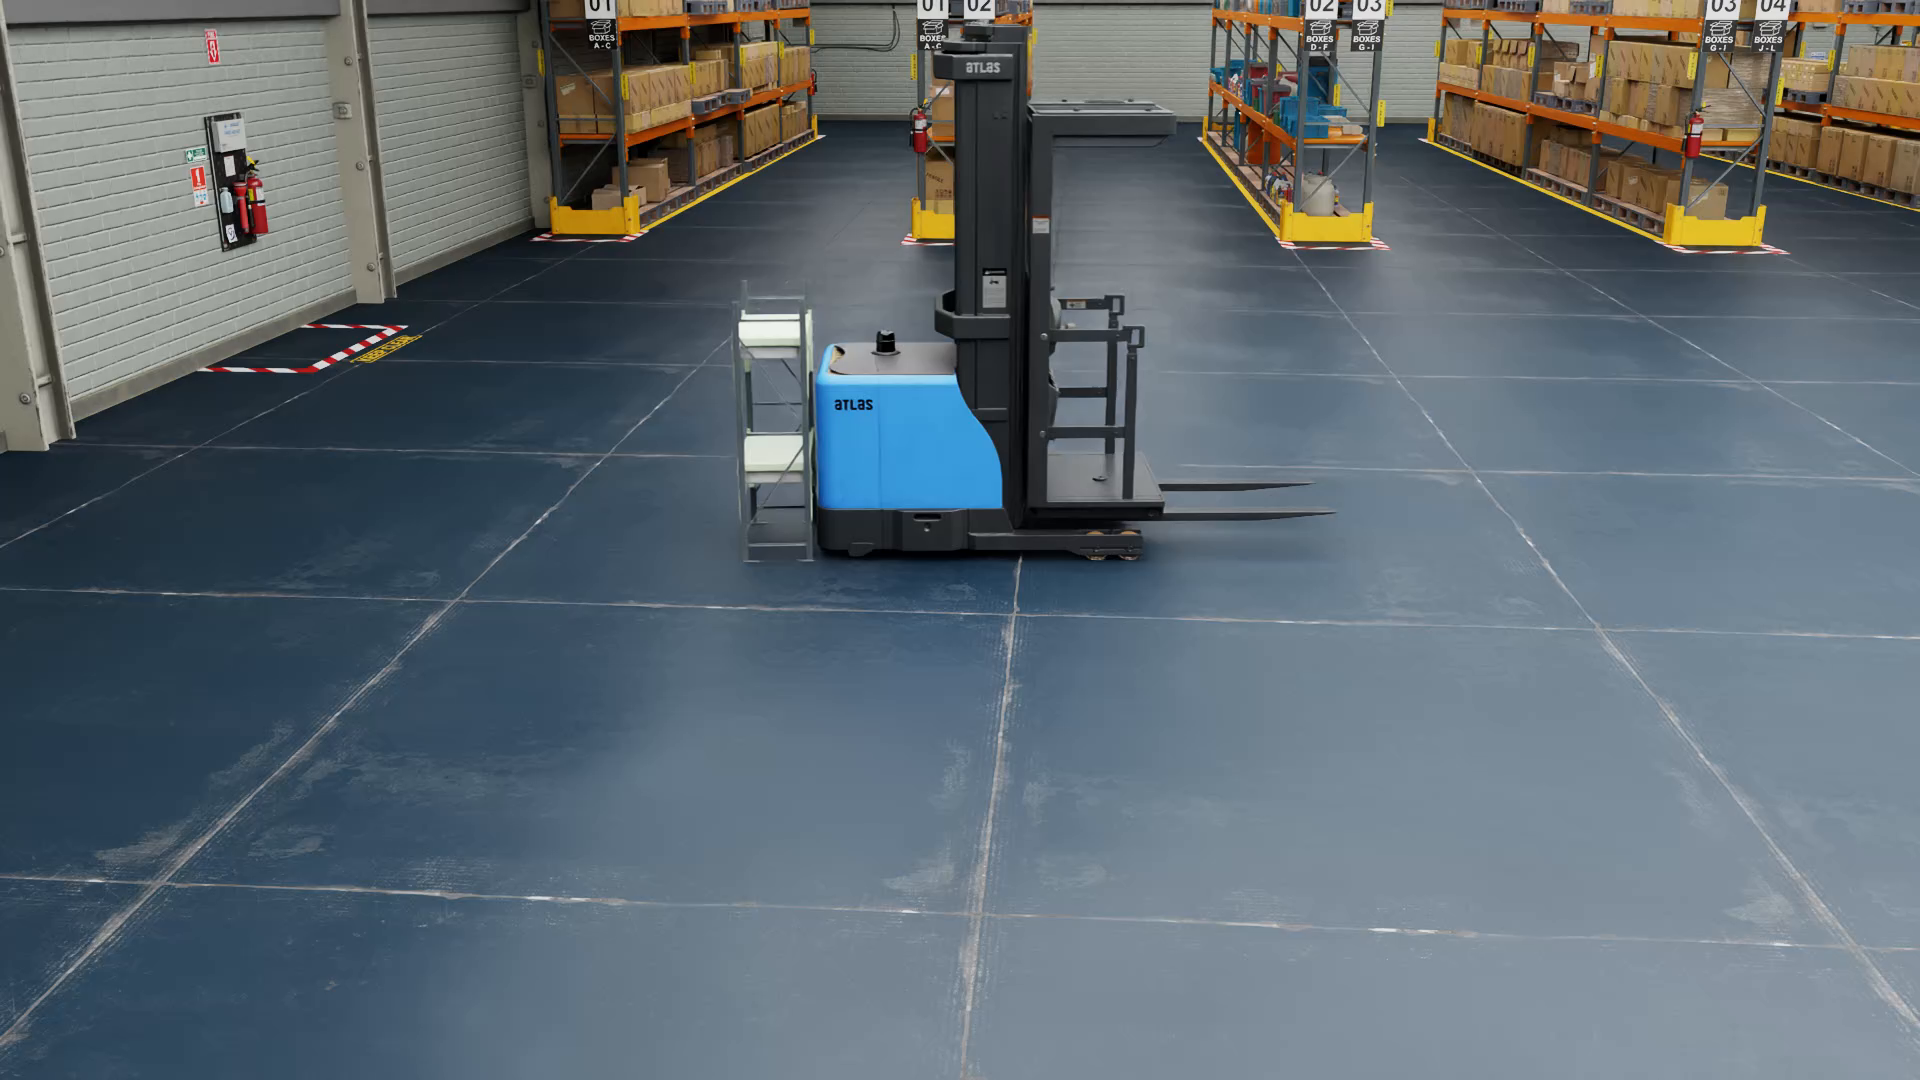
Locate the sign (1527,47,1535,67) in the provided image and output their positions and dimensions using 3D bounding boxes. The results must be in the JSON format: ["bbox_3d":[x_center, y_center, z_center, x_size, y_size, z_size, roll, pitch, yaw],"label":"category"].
[{"bbox_3d":[9.848,-8.330,28.668,0.100,0.325,0.005,1,18,4],"label":"sign"}]

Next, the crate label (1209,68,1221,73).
[{"bbox_3d":[5.689,-10.243,36.539,0.416,0.233,0.303,1,18,4],"label":"crate label"}]

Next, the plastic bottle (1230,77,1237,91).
[{"bbox_3d":[5.309,-8.813,32.202,0.152,0.276,0.135,1,18,4],"label":"plastic bottle"}]

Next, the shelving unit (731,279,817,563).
[{"bbox_3d":[-1.064,-0.701,9.653,0.431,1.500,0.755,-1,18,-3],"label":"shelving unit"}]

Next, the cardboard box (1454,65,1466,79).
[{"bbox_3d":[10.569,-9.700,34.473,0.500,0.250,0.500,1,18,3],"label":"cardboard box"}]

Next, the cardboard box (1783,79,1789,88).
[{"bbox_3d":[14.996,-8.188,29.823,0.380,0.149,0.250,0,18,1],"label":"cardboard box"}]

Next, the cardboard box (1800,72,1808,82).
[{"bbox_3d":[14.941,-8.094,29.060,0.380,0.149,0.250,2,18,6],"label":"cardboard box"}]

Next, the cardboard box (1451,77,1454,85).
[{"bbox_3d":[10.531,-9.631,34.902,0.380,0.149,0.250,1,18,3],"label":"cardboard box"}]

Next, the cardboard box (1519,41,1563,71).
[{"bbox_3d":[10.520,-8.722,29.951,0.797,0.503,0.637,2,18,5],"label":"cardboard box"}]

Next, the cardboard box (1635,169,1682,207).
[{"bbox_3d":[10.047,-5.042,23.832,0.500,0.500,0.500,0,18,-1],"label":"cardboard box"}]

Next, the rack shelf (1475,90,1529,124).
[{"bbox_3d":[10.545,-8.048,30.821,1.077,0.370,4.000,1,18,4],"label":"rack shelf"}]

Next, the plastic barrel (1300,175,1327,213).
[{"bbox_3d":[4.895,-4.773,22.994,0.421,0.512,0.421,0,18,0],"label":"plastic barrel"}]

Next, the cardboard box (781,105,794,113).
[{"bbox_3d":[-3.733,-9.157,35.349,0.380,0.149,0.250,1,18,2],"label":"cardboard box"}]

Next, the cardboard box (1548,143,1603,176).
[{"bbox_3d":[10.347,-6.408,27.971,0.700,0.500,0.500,0,18,-1],"label":"cardboard box"}]

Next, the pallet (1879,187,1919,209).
[{"bbox_3d":[15.035,-5.300,25.759,1.003,0.211,1.213,1,18,4],"label":"pallet"}]

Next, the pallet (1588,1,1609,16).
[{"bbox_3d":[10.266,-8.052,25.162,1.213,0.211,1.003,1,18,4],"label":"pallet"}]

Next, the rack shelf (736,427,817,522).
[{"bbox_3d":[-1.064,-0.391,9.755,0.431,0.370,0.720,-1,18,-3],"label":"rack shelf"}]

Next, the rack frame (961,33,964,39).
[{"bbox_3d":[0.521,-7.991,29.492,1.000,3.000,0.127,1,18,4],"label":"rack frame"}]

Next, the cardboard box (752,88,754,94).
[{"bbox_3d":[-4.101,-8.487,31.380,0.380,0.149,0.250,2,18,5],"label":"cardboard box"}]

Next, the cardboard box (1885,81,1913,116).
[{"bbox_3d":[14.898,-6.913,26.044,0.500,0.500,0.500,1,18,4],"label":"cardboard box"}]

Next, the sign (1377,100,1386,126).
[{"bbox_3d":[5.437,-5.512,21.483,0.100,0.325,0.005,1,18,4],"label":"sign"}]

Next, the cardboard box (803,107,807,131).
[{"bbox_3d":[-3.797,-9.377,37.062,0.700,0.500,0.500,1,18,4],"label":"cardboard box"}]

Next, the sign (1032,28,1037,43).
[{"bbox_3d":[1.647,-11.157,36.788,0.100,0.325,0.005,1,18,4],"label":"sign"}]

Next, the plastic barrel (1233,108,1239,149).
[{"bbox_3d":[5.693,-8.155,32.689,0.600,0.901,0.708,1,18,4],"label":"plastic barrel"}]

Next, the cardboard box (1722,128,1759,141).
[{"bbox_3d":[10.087,-5.247,21.524,0.380,0.149,0.250,1,18,4],"label":"cardboard box"}]

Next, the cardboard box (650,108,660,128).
[{"bbox_3d":[-4.576,-6.018,23.680,0.500,0.250,0.500,1,18,3],"label":"cardboard box"}]

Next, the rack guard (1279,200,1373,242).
[{"bbox_3d":[4.847,-4.231,22.033,1.175,0.500,0.348,1,18,4],"label":"rack guard"}]

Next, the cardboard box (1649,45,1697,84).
[{"bbox_3d":[9.690,-6.435,22.499,0.500,0.500,0.500,1,18,4],"label":"cardboard box"}]

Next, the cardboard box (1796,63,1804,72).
[{"bbox_3d":[14.959,-8.311,29.243,0.380,0.149,0.250,2,18,6],"label":"cardboard box"}]

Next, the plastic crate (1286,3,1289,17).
[{"bbox_3d":[4.790,-7.477,23.448,0.336,0.188,0.450,1,18,4],"label":"plastic crate"}]

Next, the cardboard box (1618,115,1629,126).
[{"bbox_3d":[9.711,-6.036,23.931,0.380,0.149,0.250,1,18,4],"label":"cardboard box"}]

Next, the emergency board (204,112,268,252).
[{"bbox_3d":[-6.451,-3.222,14.939,0.194,1.169,0.643,1,18,4],"label":"emergency board"}]

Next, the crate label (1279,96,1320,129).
[{"bbox_3d":[4.750,-5.989,23.326,0.502,0.435,0.616,1,18,4],"label":"crate label"}]

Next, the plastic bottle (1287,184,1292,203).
[{"bbox_3d":[4.734,-4.968,23.924,0.061,0.283,0.133,1,18,4],"label":"plastic bottle"}]

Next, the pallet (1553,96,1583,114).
[{"bbox_3d":[10.301,-7.061,26.964,1.003,0.211,1.213,1,18,4],"label":"pallet"}]

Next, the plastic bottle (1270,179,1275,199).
[{"bbox_3d":[4.636,-5.204,24.645,0.061,0.283,0.133,2,18,6],"label":"plastic bottle"}]

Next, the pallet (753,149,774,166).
[{"bbox_3d":[-4.198,-7.396,32.155,1.003,0.211,1.213,1,18,4],"label":"pallet"}]

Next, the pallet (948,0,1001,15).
[{"bbox_3d":[0.024,-7.108,22.124,1.003,0.211,1.213,1,18,4],"label":"pallet"}]

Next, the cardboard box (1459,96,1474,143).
[{"bbox_3d":[10.880,-8.683,34.343,0.875,0.875,0.875,1,18,4],"label":"cardboard box"}]

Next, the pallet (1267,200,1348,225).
[{"bbox_3d":[5.000,-4.724,24.000,1.003,0.211,1.213,1,18,4],"label":"pallet"}]

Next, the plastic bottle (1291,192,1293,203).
[{"bbox_3d":[4.764,-4.977,24.084,0.097,0.201,0.097,0,18,0],"label":"plastic bottle"}]

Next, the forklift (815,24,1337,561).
[{"bbox_3d":[0.683,-1.440,9.611,3.031,2.935,1.130,0,18,-1],"label":"forklift"}]

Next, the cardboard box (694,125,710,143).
[{"bbox_3d":[-4.555,-6.917,28.320,0.500,0.250,0.500,1,18,4],"label":"cardboard box"}]

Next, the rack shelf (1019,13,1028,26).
[{"bbox_3d":[0.665,-9.695,31.032,1.077,0.370,4.000,1,18,4],"label":"rack shelf"}]

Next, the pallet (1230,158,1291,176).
[{"bbox_3d":[5.477,-6.800,30.335,1.003,0.211,1.213,1,18,4],"label":"pallet"}]

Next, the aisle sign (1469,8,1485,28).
[{"bbox_3d":[11.280,-11.504,36.039,0.394,0.787,0.004,1,18,4],"label":"aisle sign"}]

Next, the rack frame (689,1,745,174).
[{"bbox_3d":[-4.420,-8.100,29.826,1.000,3.000,0.127,1,18,4],"label":"rack frame"}]

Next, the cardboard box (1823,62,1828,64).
[{"bbox_3d":[15.644,-8.454,29.680,0.380,0.149,0.250,2,18,6],"label":"cardboard box"}]

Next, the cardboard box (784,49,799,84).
[{"bbox_3d":[-3.978,-10.106,35.465,0.980,0.700,0.700,0,18,1],"label":"cardboard box"}]

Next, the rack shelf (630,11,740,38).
[{"bbox_3d":[-4.563,-8.562,27.575,1.077,0.370,4.000,1,18,4],"label":"rack shelf"}]

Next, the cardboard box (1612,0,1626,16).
[{"bbox_3d":[9.828,-7.746,24.169,0.500,0.250,0.500,1,18,2],"label":"cardboard box"}]

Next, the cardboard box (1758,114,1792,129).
[{"bbox_3d":[15.277,-7.848,31.191,0.500,0.250,0.500,2,18,5],"label":"cardboard box"}]

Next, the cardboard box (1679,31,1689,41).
[{"bbox_3d":[15.618,-10.641,35.337,0.500,0.500,0.500,1,18,4],"label":"cardboard box"}]

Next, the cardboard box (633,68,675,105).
[{"bbox_3d":[-4.509,-6.687,24.519,0.500,0.500,0.500,1,18,2],"label":"cardboard box"}]

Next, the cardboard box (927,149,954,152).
[{"bbox_3d":[-0.216,-5.395,24.106,0.500,0.500,0.500,1,18,4],"label":"cardboard box"}]
